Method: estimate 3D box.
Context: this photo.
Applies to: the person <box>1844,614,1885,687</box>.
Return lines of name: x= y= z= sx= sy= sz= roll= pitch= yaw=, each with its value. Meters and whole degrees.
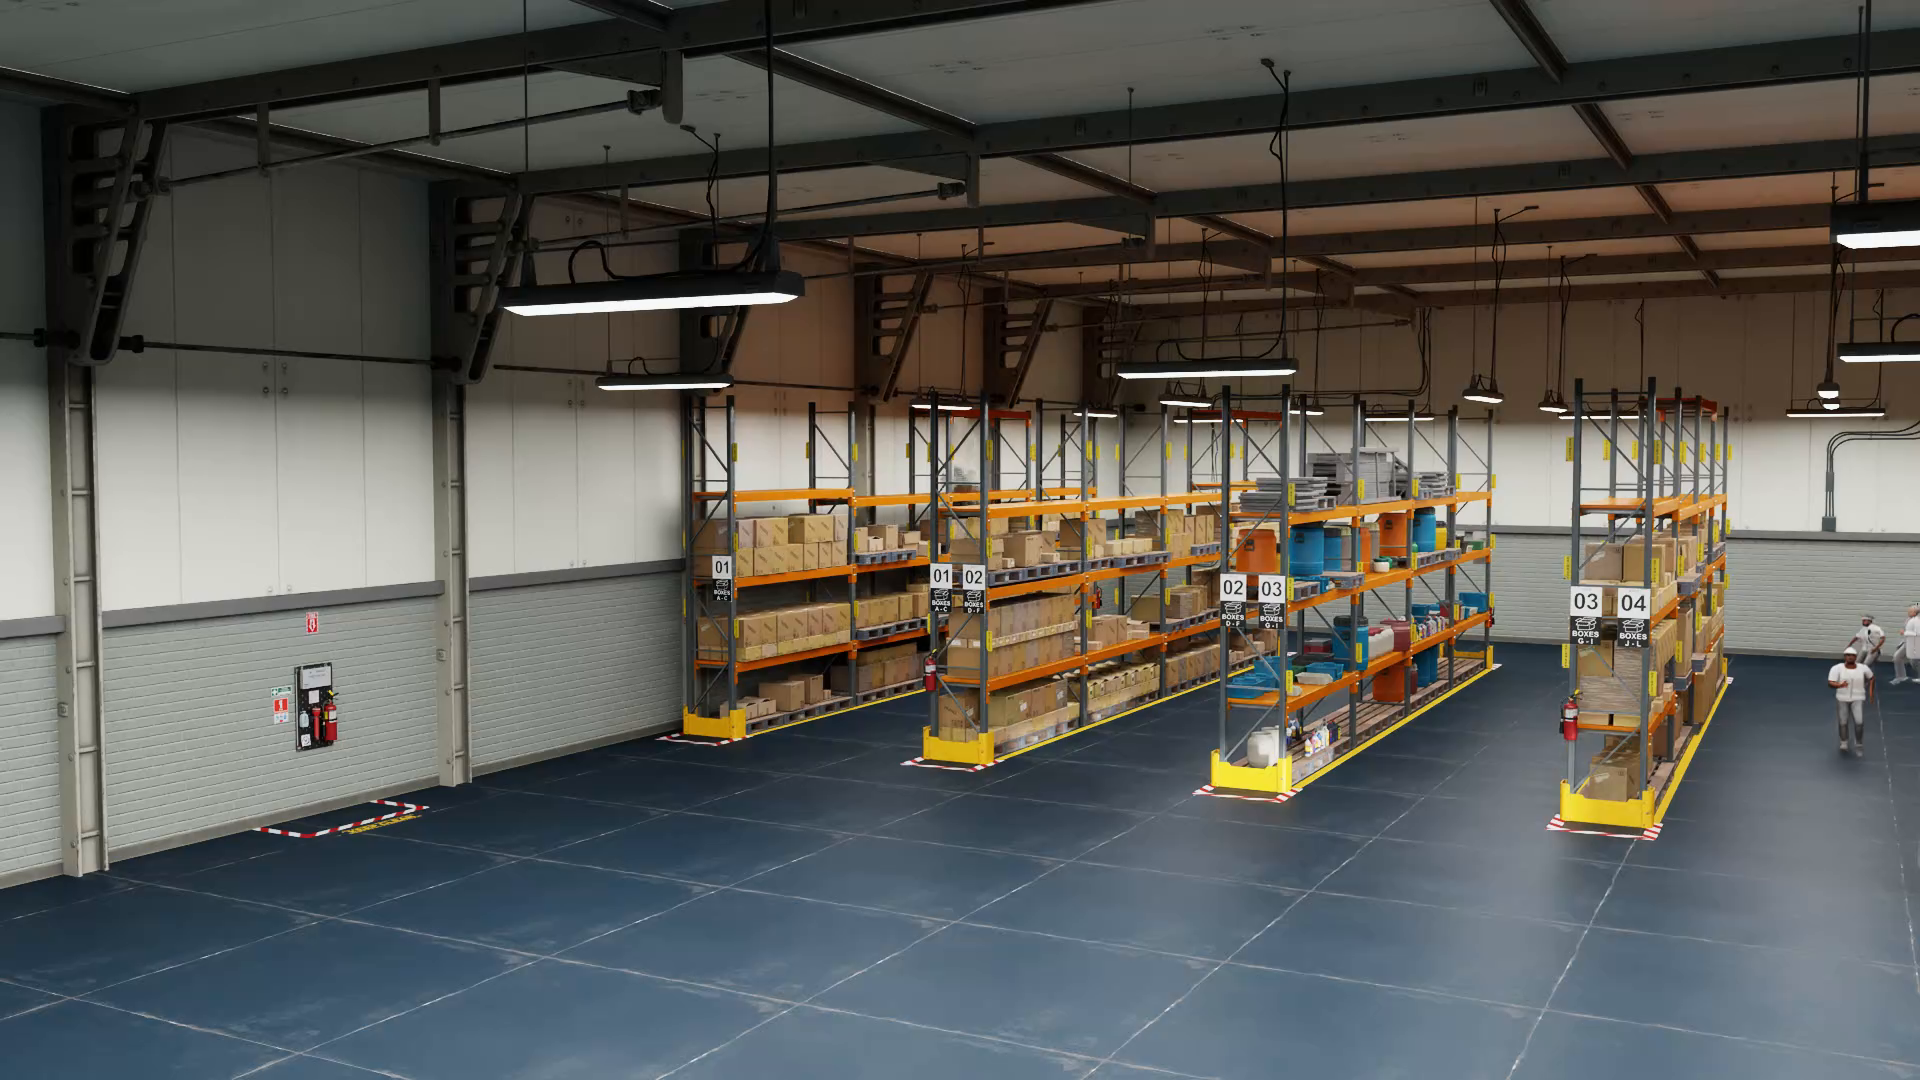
person: x=19.164 y=2.366 z=35.252 sx=0.504 sy=1.626 sz=0.854 roll=-1 pitch=3 yaw=-20

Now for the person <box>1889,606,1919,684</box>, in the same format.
person: x=20.444 y=2.275 z=35.564 sx=0.791 sy=1.760 sz=0.763 roll=1 pitch=3 yaw=11

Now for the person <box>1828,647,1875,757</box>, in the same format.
person: x=14.731 y=2.680 z=27.494 sx=0.684 sy=1.816 sz=0.731 roll=2 pitch=3 yaw=27
